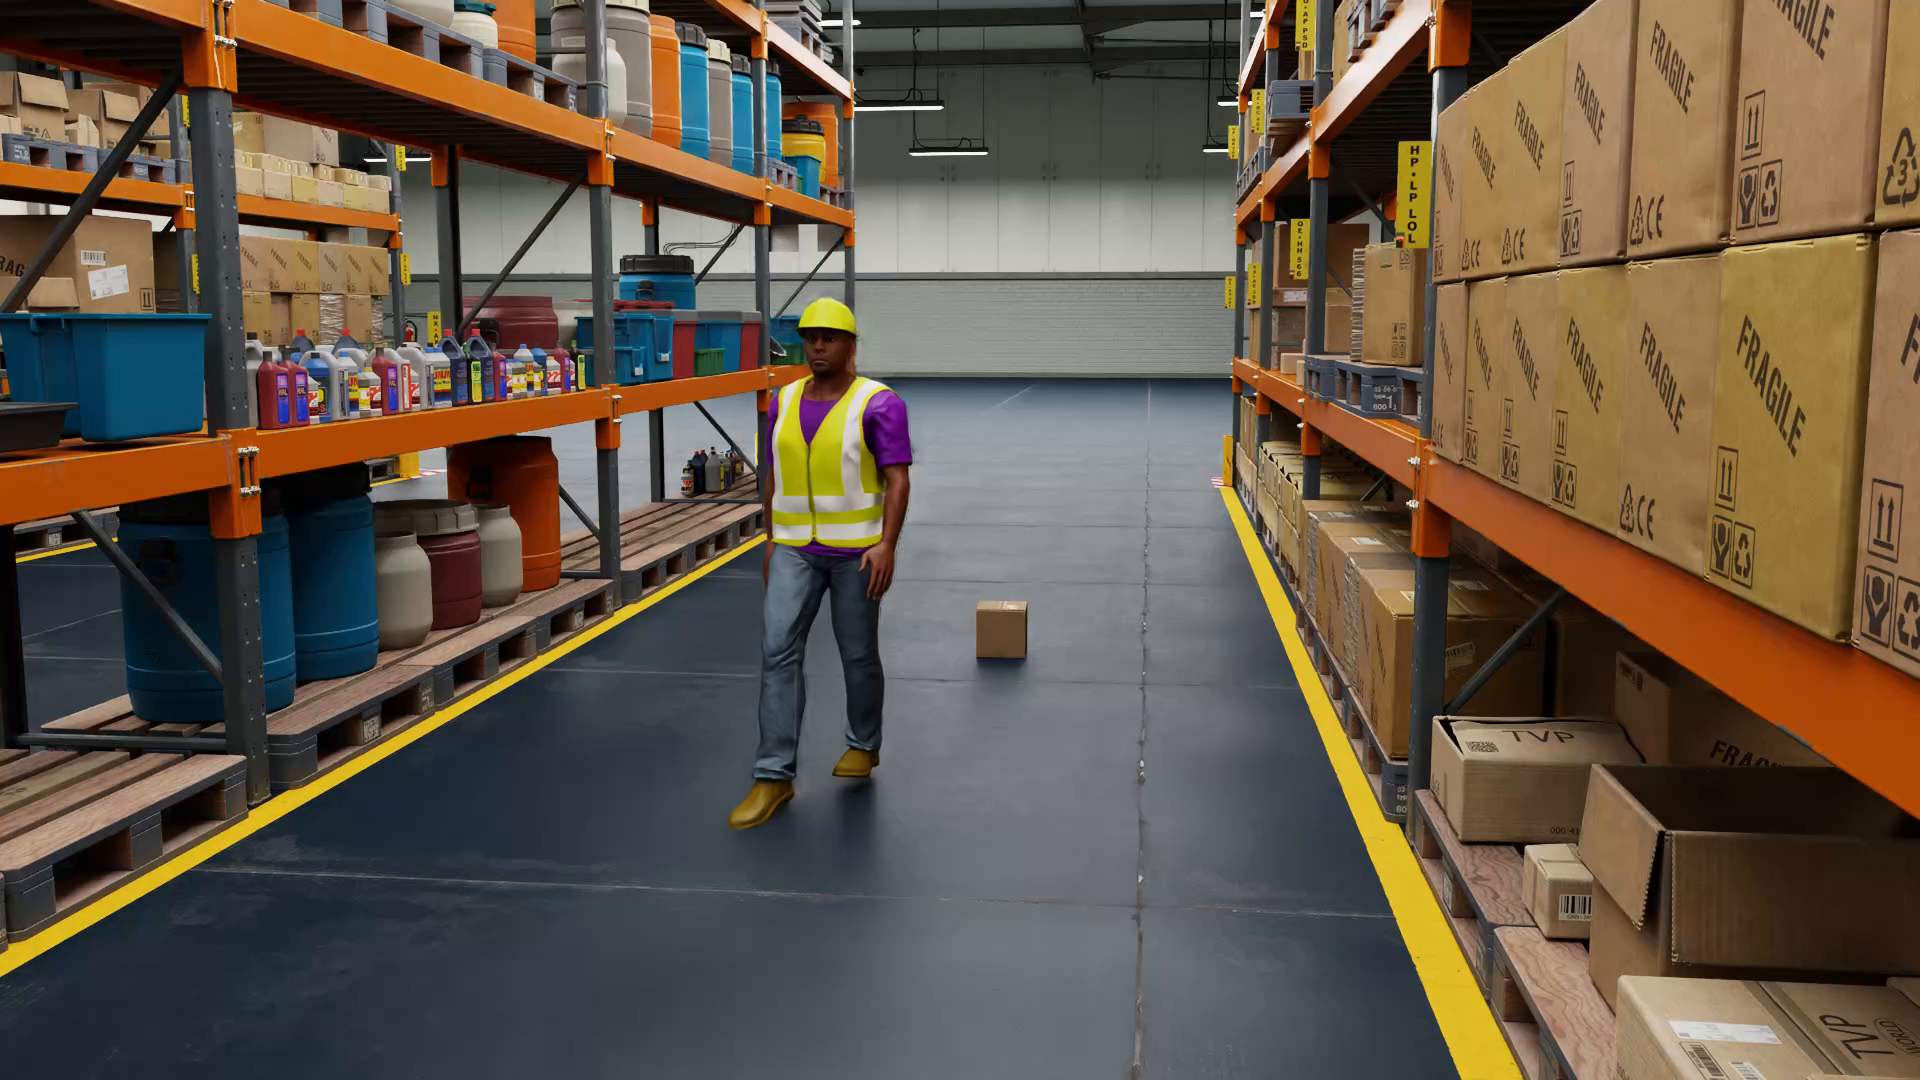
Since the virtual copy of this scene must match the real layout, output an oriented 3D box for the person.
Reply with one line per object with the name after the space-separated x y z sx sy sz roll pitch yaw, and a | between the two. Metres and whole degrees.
-0.483 0.072 5.811 0.614 1.745 0.817 2 8 17 | person
